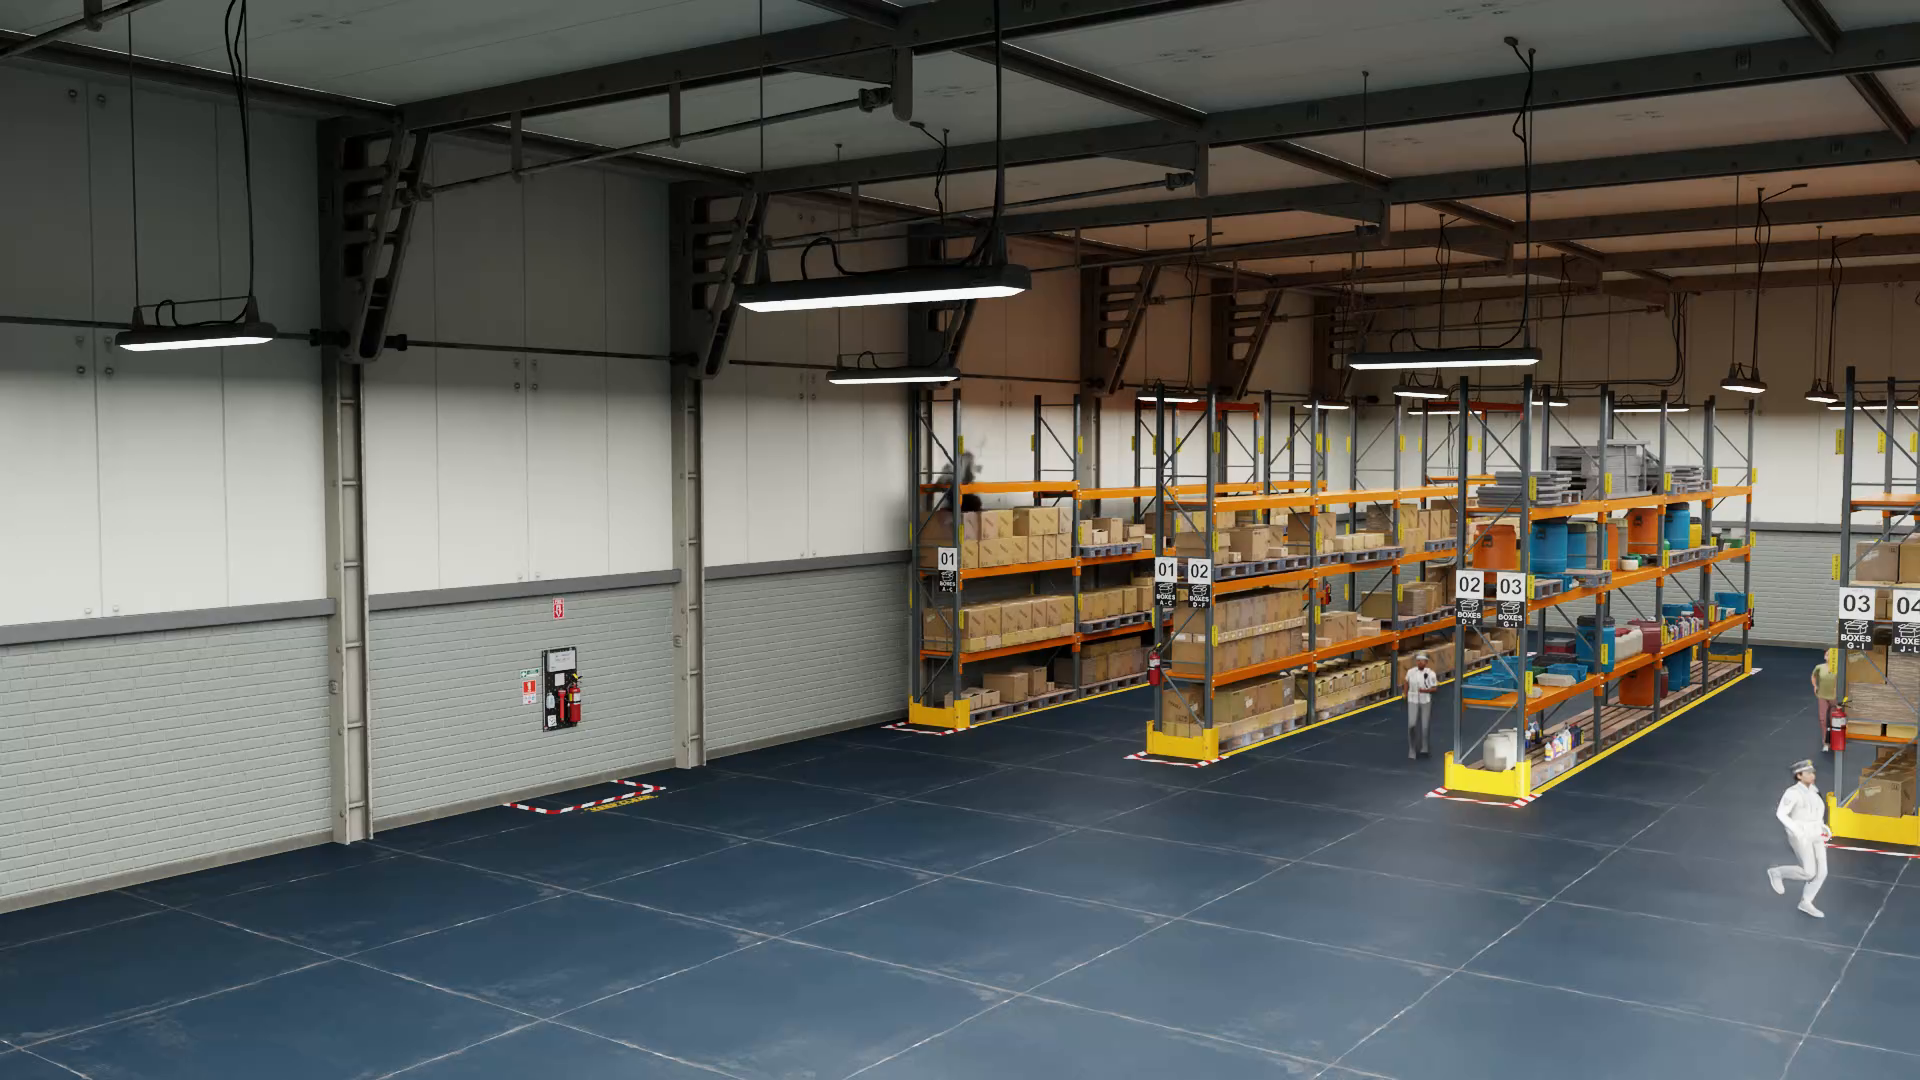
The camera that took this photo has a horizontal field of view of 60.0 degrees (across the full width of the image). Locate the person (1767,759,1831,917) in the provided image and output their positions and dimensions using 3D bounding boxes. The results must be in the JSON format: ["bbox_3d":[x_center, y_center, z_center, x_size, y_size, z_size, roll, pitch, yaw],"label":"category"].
[{"bbox_3d":[9.042,3.168,17.880,0.625,1.662,0.600,-2,4,-27],"label":"person"}]

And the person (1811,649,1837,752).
[{"bbox_3d":[14.274,2.611,27.308,0.588,1.654,0.797,2,4,36],"label":"person"}]

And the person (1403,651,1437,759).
[{"bbox_3d":[7.358,2.646,26.627,0.543,1.741,0.709,1,3,20],"label":"person"}]
